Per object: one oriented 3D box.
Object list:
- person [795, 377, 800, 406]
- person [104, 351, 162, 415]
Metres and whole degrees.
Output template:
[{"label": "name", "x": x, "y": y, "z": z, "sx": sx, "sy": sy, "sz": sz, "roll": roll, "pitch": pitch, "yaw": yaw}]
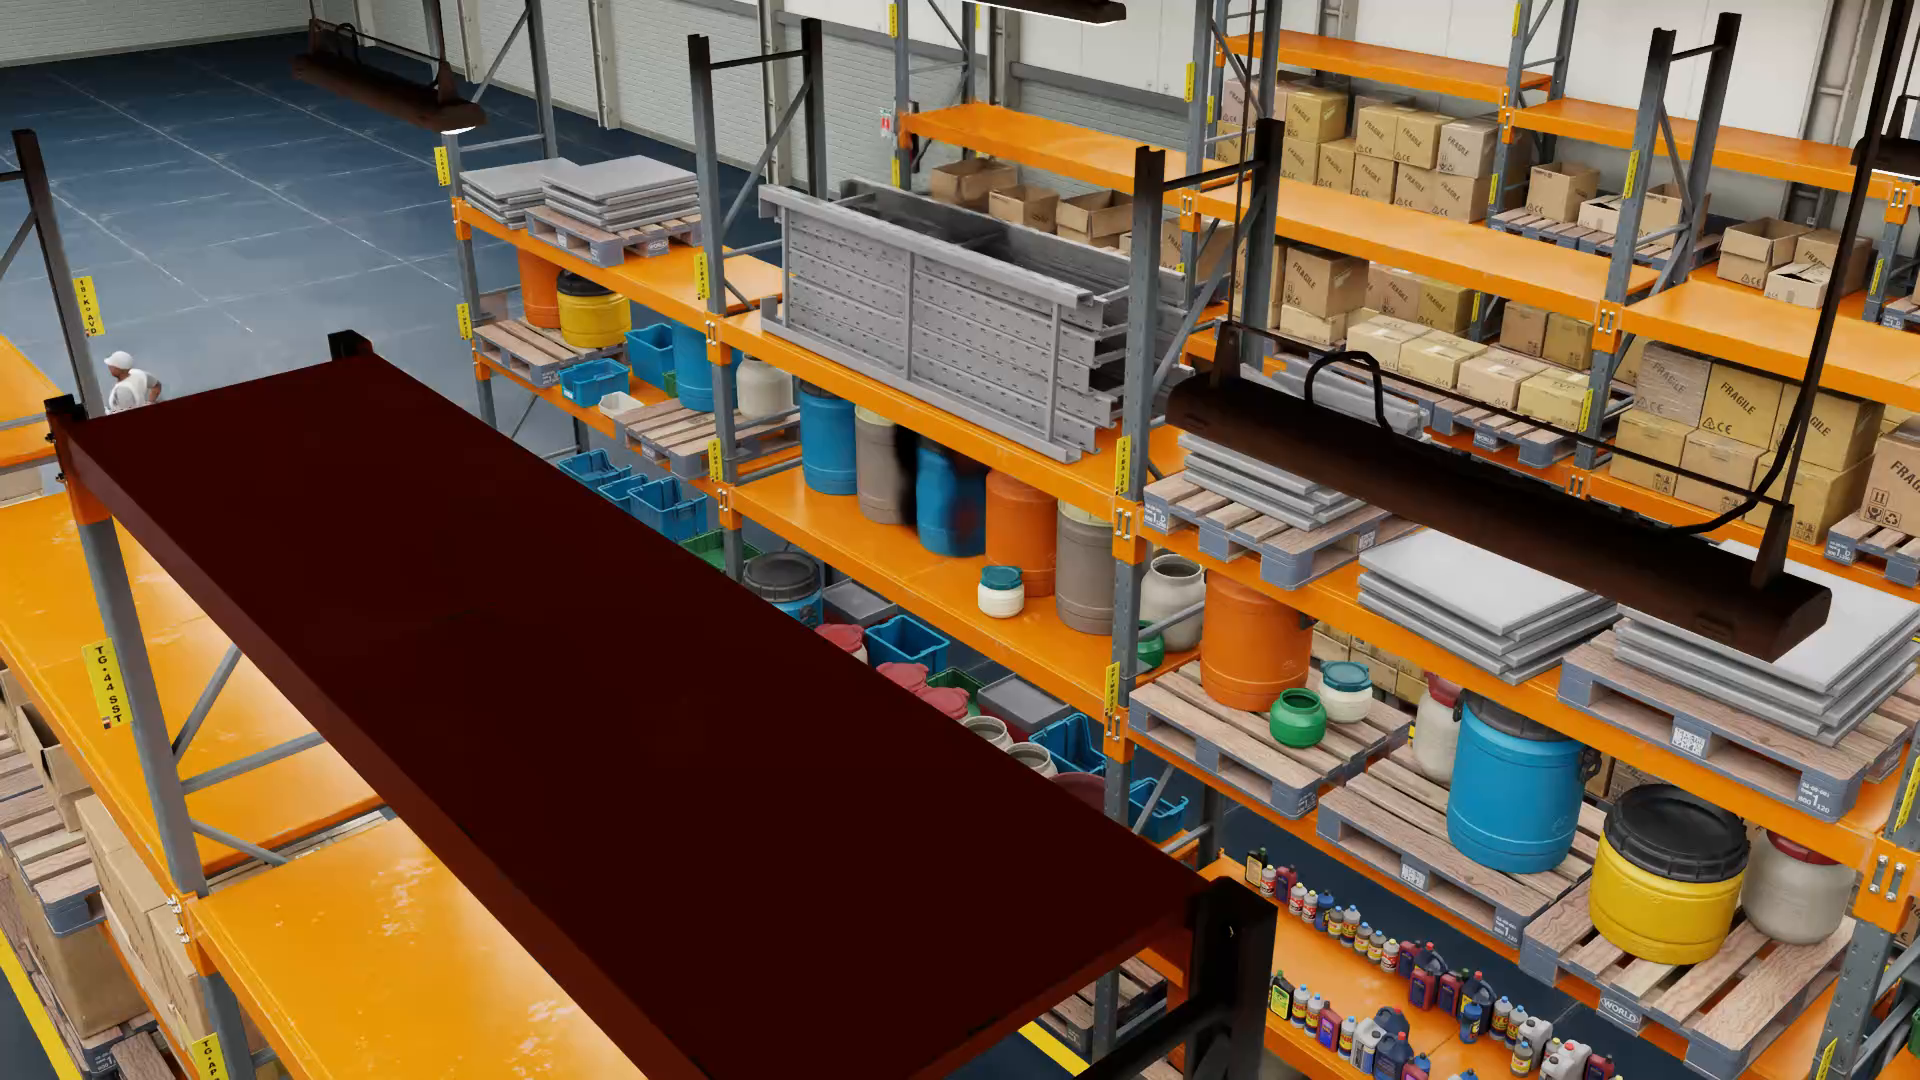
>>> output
[{"label": "person", "x": -1.723, "y": -2.098, "z": 19.932, "sx": 0.719, "sy": 1.631, "sz": 0.560, "roll": -9, "pitch": 28, "yaw": -17}, {"label": "person", "x": -8.846, "y": -1.161, "z": 17.907, "sx": 0.789, "sy": 1.846, "sz": 0.657, "roll": -8, "pitch": 28, "yaw": -15}]
